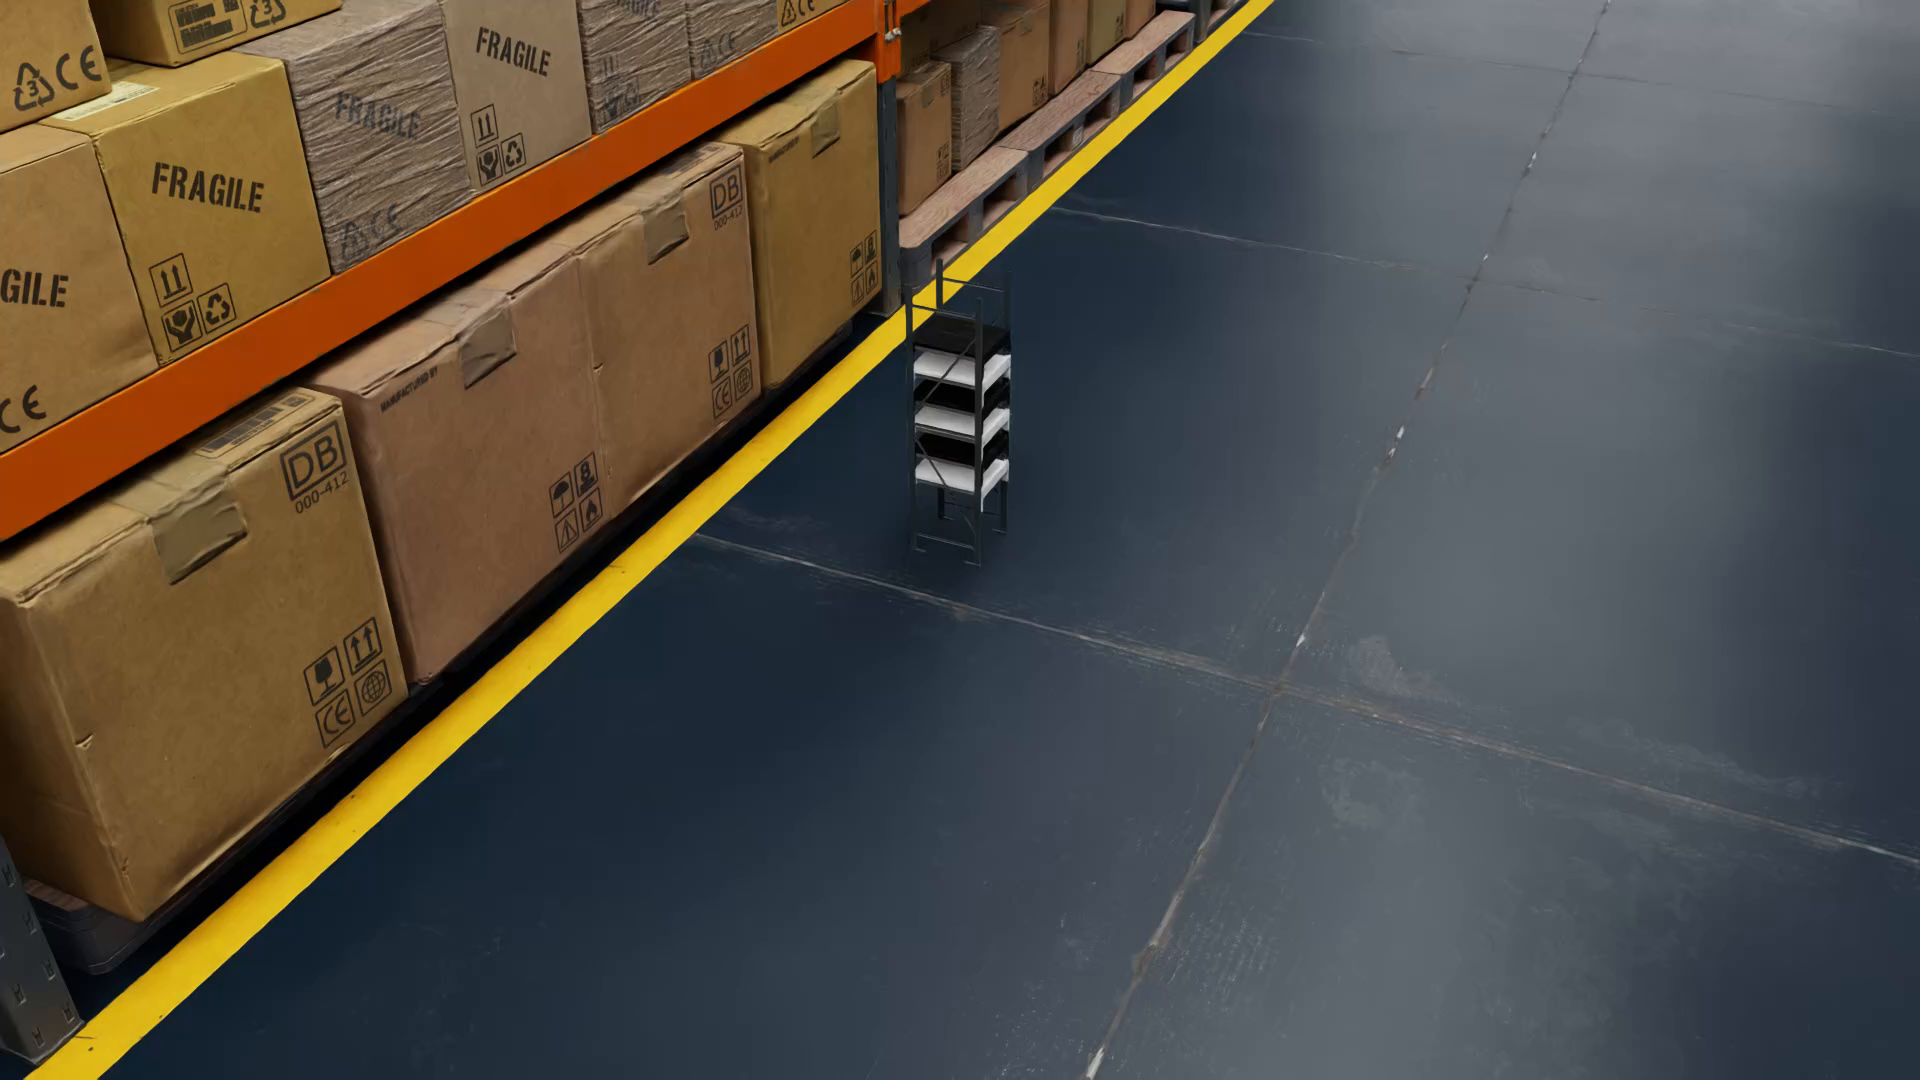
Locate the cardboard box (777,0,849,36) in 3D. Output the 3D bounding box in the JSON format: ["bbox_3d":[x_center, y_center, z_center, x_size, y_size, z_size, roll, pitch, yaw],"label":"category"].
[{"bbox_3d":[-0.696,-2.008,5.486,0.500,0.500,0.500,15,36,22],"label":"cardboard box"}]

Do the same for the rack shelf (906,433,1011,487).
[{"bbox_3d":[-0.003,-0.269,5.065,0.258,0.077,0.200,14,36,20],"label":"rack shelf"}]

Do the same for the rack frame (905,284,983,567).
[{"bbox_3d":[-0.046,-0.322,4.920,0.240,0.900,0.006,14,36,20],"label":"rack frame"}]

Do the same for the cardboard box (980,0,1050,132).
[{"bbox_3d":[-0.001,-2.309,7.914,0.700,0.500,0.500,17,37,24],"label":"cardboard box"}]

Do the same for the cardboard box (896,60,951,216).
[{"bbox_3d":[-0.453,-1.746,7.055,0.700,0.500,0.500,12,35,18],"label":"cardboard box"}]

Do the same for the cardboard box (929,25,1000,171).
[{"bbox_3d":[-0.232,-2.025,7.481,0.700,0.500,0.500,11,35,17],"label":"cardboard box"}]

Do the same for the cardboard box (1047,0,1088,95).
[{"bbox_3d":[0.232,-2.587,8.338,0.700,0.500,0.500,11,35,16],"label":"cardboard box"}]

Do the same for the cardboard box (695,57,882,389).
[{"bbox_3d":[-1.022,-1.217,5.925,1.225,0.875,0.875,13,35,18],"label":"cardboard box"}]

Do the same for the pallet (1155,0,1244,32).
[{"bbox_3d":[1.208,-3.437,10.300,1.003,0.211,1.213,14,36,20],"label":"pallet"}]

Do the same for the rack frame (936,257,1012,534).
[{"bbox_3d":[0.039,-0.423,5.074,0.240,0.900,0.006,14,36,20],"label":"rack frame"}]

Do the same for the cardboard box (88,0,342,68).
[{"bbox_3d":[-1.831,-1.397,3.639,0.797,0.503,0.637,15,36,21],"label":"cardboard box"}]

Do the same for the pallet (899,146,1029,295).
[{"bbox_3d":[-0.386,-1.492,7.332,1.003,0.211,1.213,14,36,20],"label":"pallet"}]

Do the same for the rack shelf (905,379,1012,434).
[{"bbox_3d":[-0.003,-0.420,4.966,0.258,0.077,0.200,14,36,20],"label":"rack shelf"}]

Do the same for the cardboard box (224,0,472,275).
[{"bbox_3d":[-1.549,-0.990,3.933,0.500,0.500,0.500,13,36,19],"label":"cardboard box"}]

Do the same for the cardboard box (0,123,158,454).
[{"bbox_3d":[-1.969,-0.490,3.171,0.500,0.500,0.500,14,36,21],"label":"cardboard box"}]

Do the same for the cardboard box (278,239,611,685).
[{"bbox_3d":[-1.766,-0.332,4.576,1.225,0.875,0.875,13,35,19],"label":"cardboard box"}]

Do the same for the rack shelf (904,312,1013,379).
[{"bbox_3d":[-0.003,-0.570,4.867,0.258,0.077,0.200,14,36,20],"label":"rack shelf"}]

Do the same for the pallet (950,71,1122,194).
[{"bbox_3d":[0.125,-2.097,8.255,1.003,0.211,1.213,14,36,20],"label":"pallet"}]

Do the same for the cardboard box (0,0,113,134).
[{"bbox_3d":[-2.129,-1.058,3.122,0.797,0.503,0.637,13,36,19],"label":"cardboard box"}]

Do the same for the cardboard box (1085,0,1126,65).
[{"bbox_3d":[0.466,-2.866,8.763,0.700,0.500,0.500,14,36,20],"label":"cardboard box"}]

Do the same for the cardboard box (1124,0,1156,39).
[{"bbox_3d":[0.682,-3.099,9.119,0.700,0.500,0.500,11,35,17],"label":"cardboard box"}]

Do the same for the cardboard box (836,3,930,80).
[{"bbox_3d":[-0.462,-2.062,6.853,0.500,0.250,0.500,16,36,22],"label":"cardboard box"}]

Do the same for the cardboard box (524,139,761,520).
[{"bbox_3d":[-1.402,-0.775,5.251,1.225,0.875,0.875,14,36,21],"label":"cardboard box"}]

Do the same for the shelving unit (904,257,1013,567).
[{"bbox_3d":[-0.003,-0.372,4.997,0.258,0.900,0.210,14,36,20],"label":"shelving unit"}]

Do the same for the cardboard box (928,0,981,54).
[{"bbox_3d":[-0.249,-2.328,7.260,0.500,0.250,0.500,18,37,26],"label":"cardboard box"}]

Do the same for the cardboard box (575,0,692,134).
[{"bbox_3d":[-1.124,-1.502,4.713,0.500,0.500,0.500,13,35,19],"label":"cardboard box"}]

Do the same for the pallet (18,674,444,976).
[{"bbox_3d":[-2.134,0.488,4.313,1.003,0.211,1.213,14,36,20],"label":"pallet"}]

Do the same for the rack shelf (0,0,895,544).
[{"bbox_3d":[-1.552,-0.972,4.653,1.077,0.370,4.000,14,36,20],"label":"rack shelf"}]

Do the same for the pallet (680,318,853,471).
[{"bbox_3d":[-1.113,-0.727,6.167,1.003,0.211,1.213,14,36,20],"label":"pallet"}]

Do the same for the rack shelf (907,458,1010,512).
[{"bbox_3d":[-0.003,-0.194,5.114,0.258,0.077,0.200,14,36,20],"label":"rack shelf"}]

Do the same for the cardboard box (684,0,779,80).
[{"bbox_3d":[-0.910,-1.761,5.109,0.500,0.500,0.500,14,36,20],"label":"cardboard box"}]

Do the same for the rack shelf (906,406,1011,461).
[{"bbox_3d":[-0.003,-0.344,5.015,0.258,0.077,0.200,14,36,20],"label":"rack shelf"}]

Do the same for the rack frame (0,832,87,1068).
[{"bbox_3d":[-2.388,-0.277,2.936,1.000,3.000,0.127,14,36,20],"label":"rack frame"}]

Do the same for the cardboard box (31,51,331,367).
[{"bbox_3d":[-1.759,-0.741,3.553,0.500,0.500,0.500,14,36,21],"label":"cardboard box"}]

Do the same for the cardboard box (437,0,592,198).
[{"bbox_3d":[-1.338,-1.248,4.327,0.500,0.500,0.500,15,36,21],"label":"cardboard box"}]

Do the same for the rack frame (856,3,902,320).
[{"bbox_3d":[-0.715,-2.269,5.975,1.000,3.000,0.127,14,36,20],"label":"rack frame"}]

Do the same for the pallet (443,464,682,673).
[{"bbox_3d":[-1.625,-0.122,5.243,1.003,0.211,1.213,14,36,20],"label":"pallet"}]

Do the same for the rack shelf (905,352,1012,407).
[{"bbox_3d":[-0.003,-0.495,4.917,0.258,0.077,0.200,14,36,20],"label":"rack shelf"}]

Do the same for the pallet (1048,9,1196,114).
[{"bbox_3d":[0.634,-2.707,9.185,1.003,0.211,1.213,14,36,20],"label":"pallet"}]

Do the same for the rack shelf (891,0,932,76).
[{"bbox_3d":[0.122,-2.964,7.691,1.077,0.370,4.000,14,36,20],"label":"rack shelf"}]

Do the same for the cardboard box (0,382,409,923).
[{"bbox_3d":[-2.139,0.113,3.897,1.225,0.875,0.875,14,36,21],"label":"cardboard box"}]

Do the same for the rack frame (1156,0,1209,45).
[{"bbox_3d":[0.959,-4.261,9.013,1.000,3.000,0.127,14,36,20],"label":"rack frame"}]
